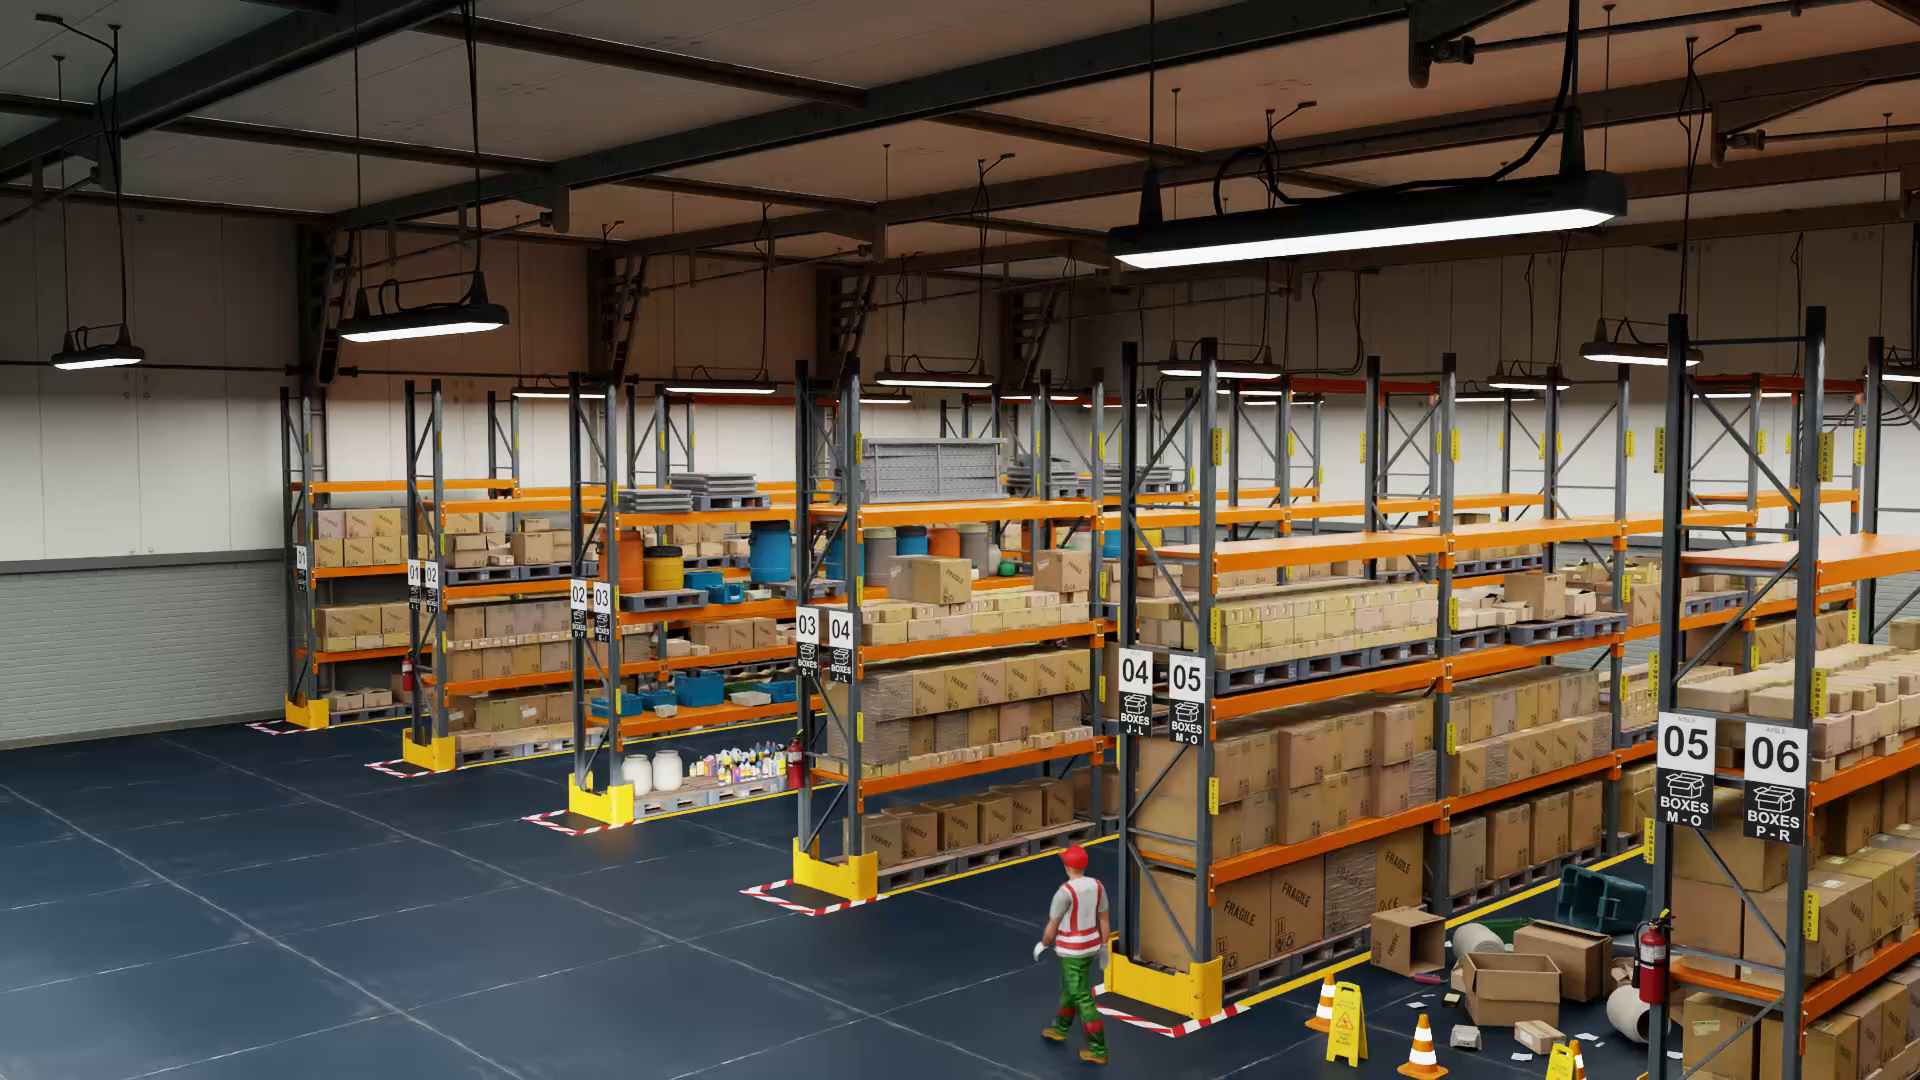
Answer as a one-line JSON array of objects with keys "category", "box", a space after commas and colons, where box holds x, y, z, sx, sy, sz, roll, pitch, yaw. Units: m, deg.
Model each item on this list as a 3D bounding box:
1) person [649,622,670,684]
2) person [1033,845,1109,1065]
[{"category": "person", "box": [-5.674, 2.337, 31.044, 0.523, 1.660, 0.451, -1, 4, -9]}, {"category": "person", "box": [0.892, 3.384, 13.770, 0.863, 1.766, 0.549, 3, 5, 41]}]
